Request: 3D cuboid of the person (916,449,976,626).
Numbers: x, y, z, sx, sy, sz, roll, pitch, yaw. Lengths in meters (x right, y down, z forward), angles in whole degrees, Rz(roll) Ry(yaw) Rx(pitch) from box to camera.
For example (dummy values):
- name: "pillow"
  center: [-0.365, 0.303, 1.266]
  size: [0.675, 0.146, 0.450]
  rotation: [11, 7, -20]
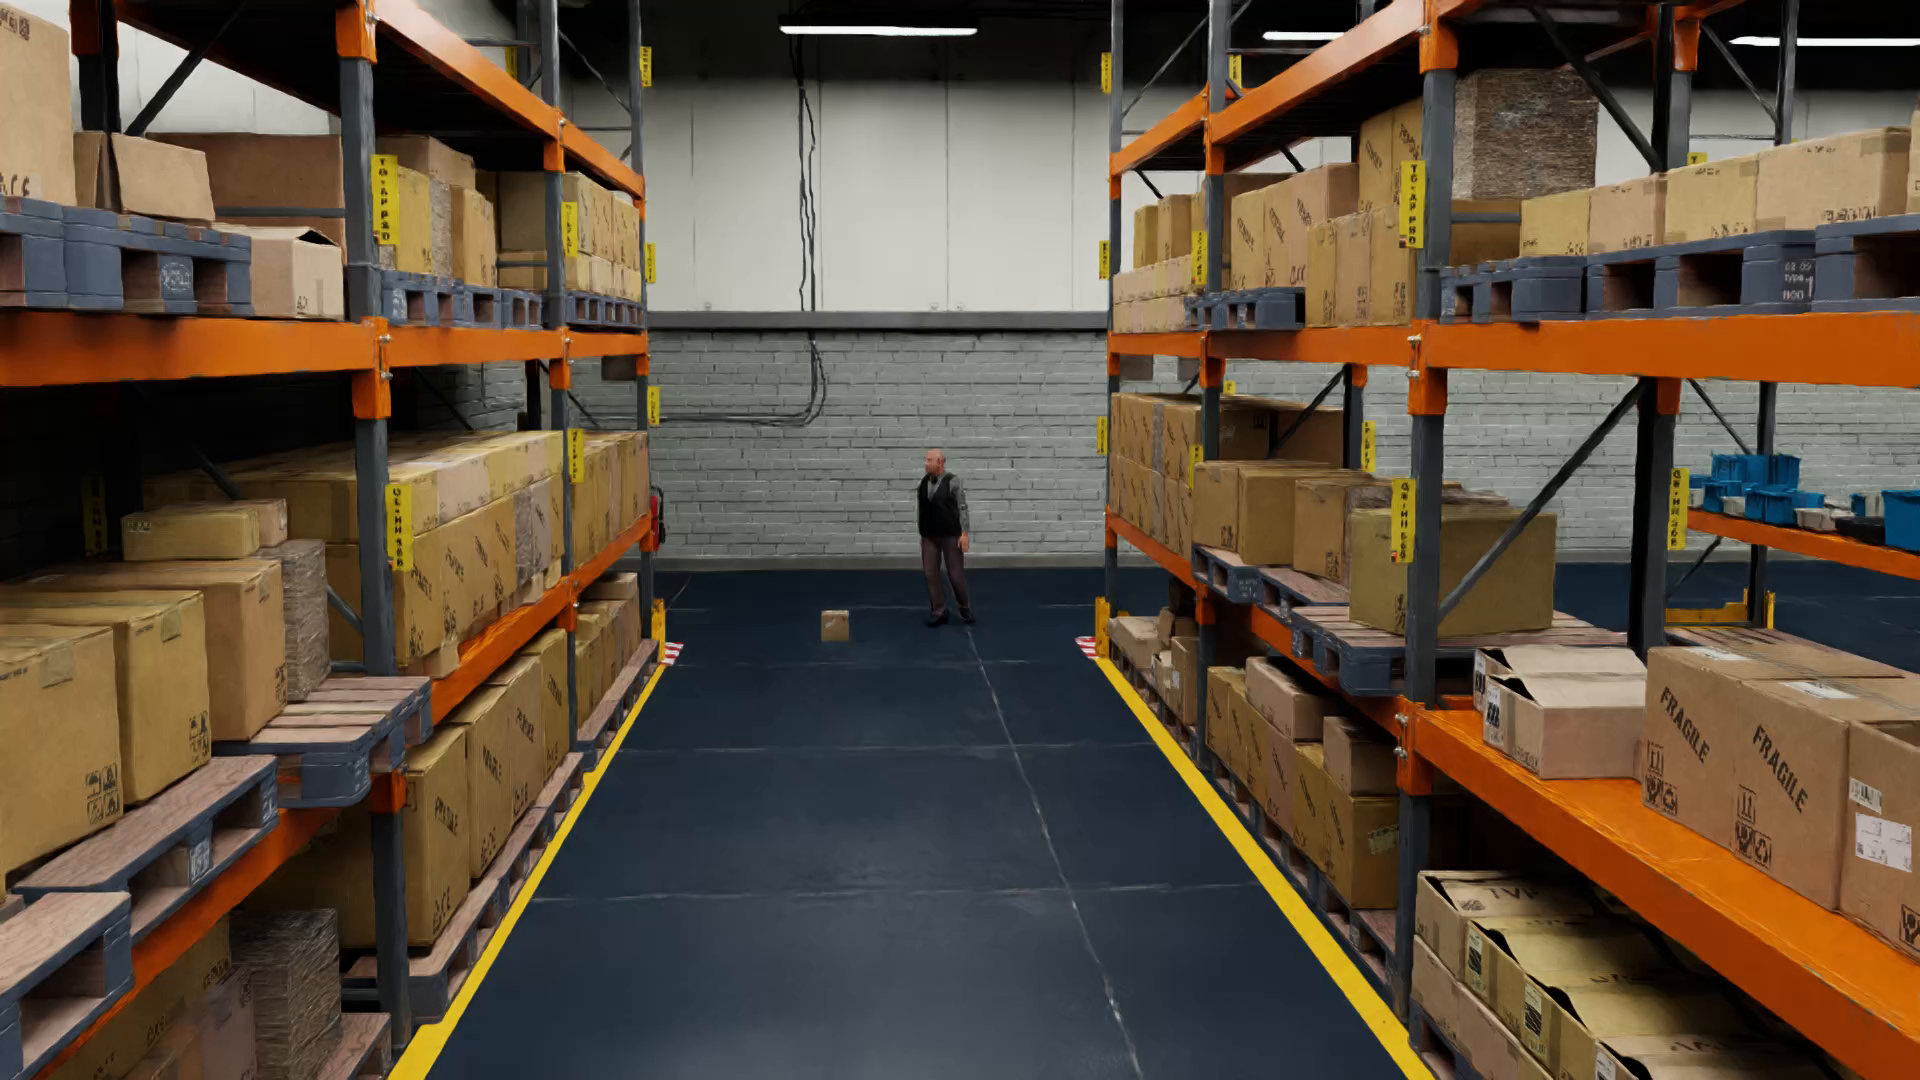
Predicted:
- name: "person"
  center: [-0.145, -0.033, 16.140]
  size: [0.567, 1.711, 0.547]
  rotation: [4, 8, 27]
